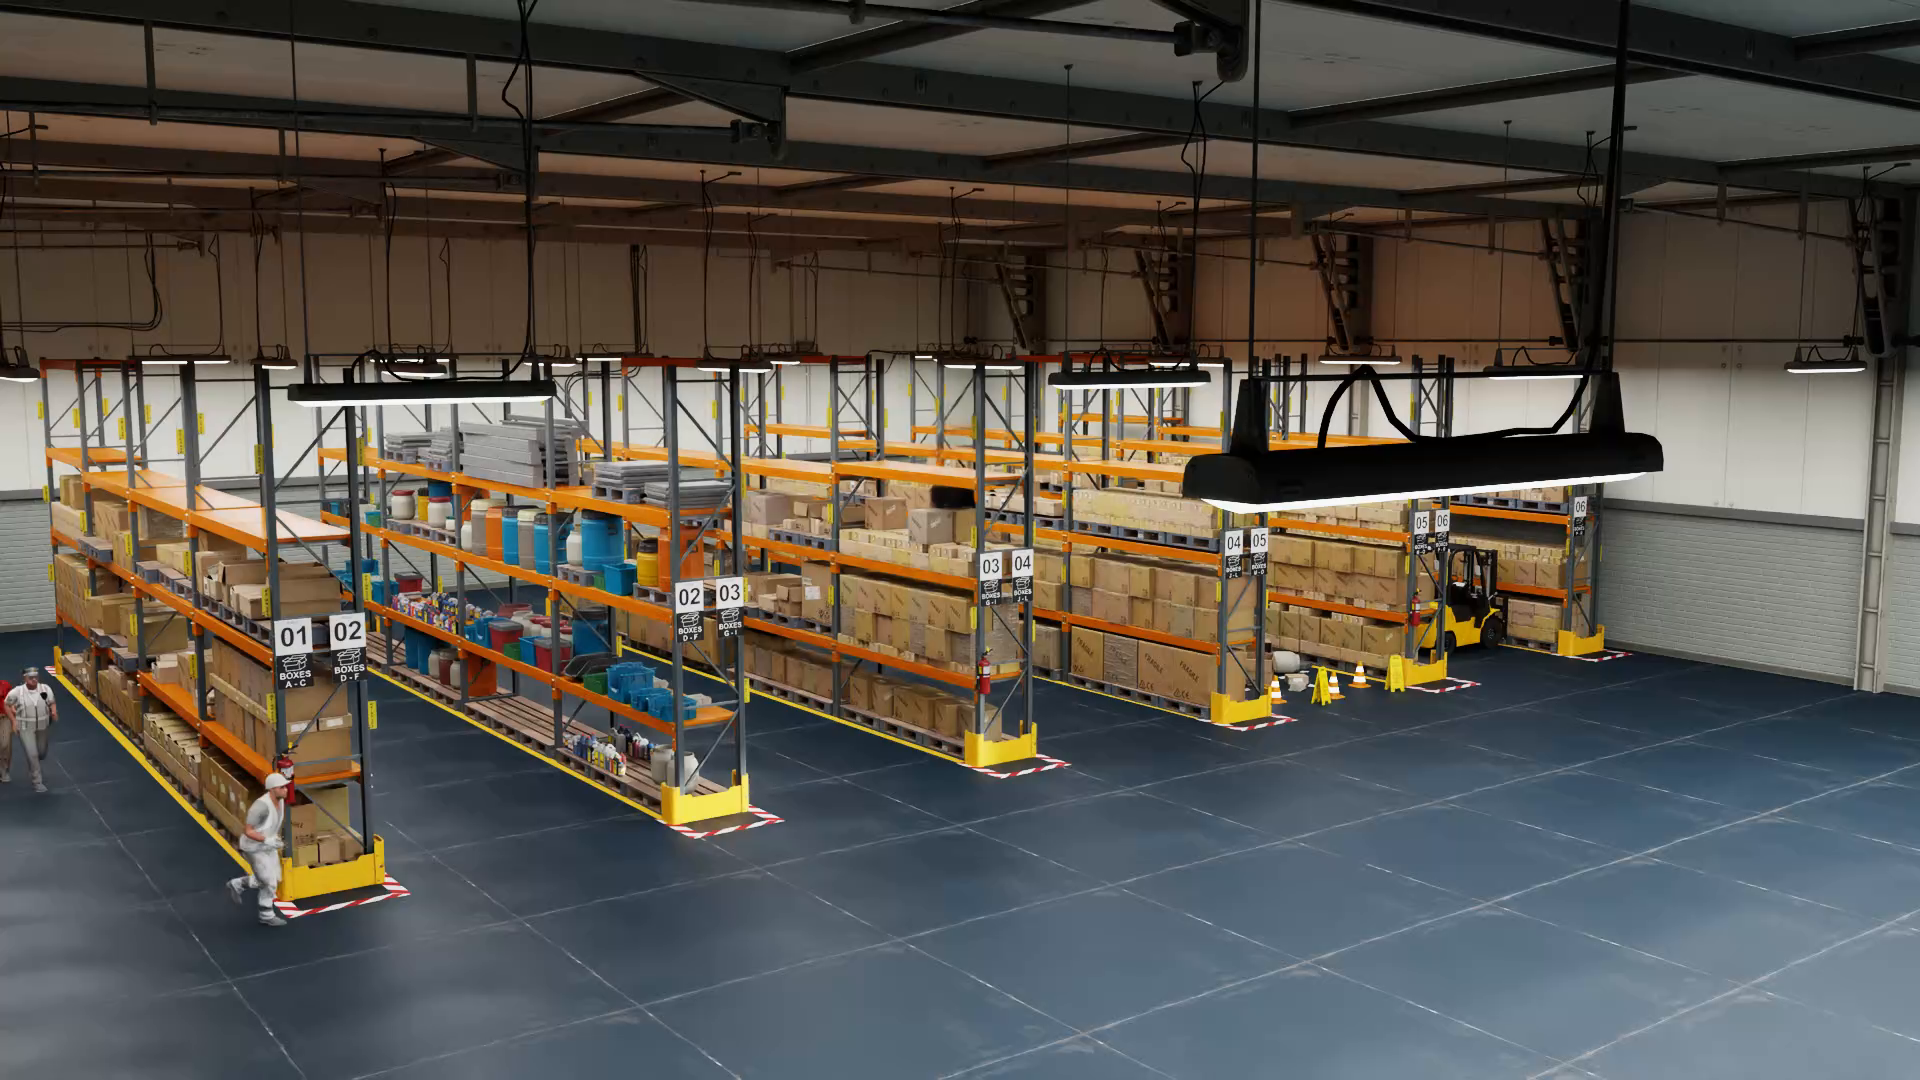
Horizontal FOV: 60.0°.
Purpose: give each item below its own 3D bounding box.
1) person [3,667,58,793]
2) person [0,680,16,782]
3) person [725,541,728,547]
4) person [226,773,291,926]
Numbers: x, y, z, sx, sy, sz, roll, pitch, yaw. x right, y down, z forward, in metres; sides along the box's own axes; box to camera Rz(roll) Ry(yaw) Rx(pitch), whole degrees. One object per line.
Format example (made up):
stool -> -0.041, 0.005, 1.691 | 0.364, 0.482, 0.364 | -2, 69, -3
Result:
person -> -13.172, 2.646, 23.594 | 0.874, 1.767, 0.645 | 7, 10, 44
person -> -13.924, 2.621, 23.969 | 0.782, 1.682, 0.674 | 7, 10, 44
person -> -5.508, 0.846, 38.663 | 0.600, 1.692, 0.679 | -4, 8, -28
person -> -7.586, 3.351, 17.979 | 0.814, 1.712, 0.655 | 1, 7, 10
